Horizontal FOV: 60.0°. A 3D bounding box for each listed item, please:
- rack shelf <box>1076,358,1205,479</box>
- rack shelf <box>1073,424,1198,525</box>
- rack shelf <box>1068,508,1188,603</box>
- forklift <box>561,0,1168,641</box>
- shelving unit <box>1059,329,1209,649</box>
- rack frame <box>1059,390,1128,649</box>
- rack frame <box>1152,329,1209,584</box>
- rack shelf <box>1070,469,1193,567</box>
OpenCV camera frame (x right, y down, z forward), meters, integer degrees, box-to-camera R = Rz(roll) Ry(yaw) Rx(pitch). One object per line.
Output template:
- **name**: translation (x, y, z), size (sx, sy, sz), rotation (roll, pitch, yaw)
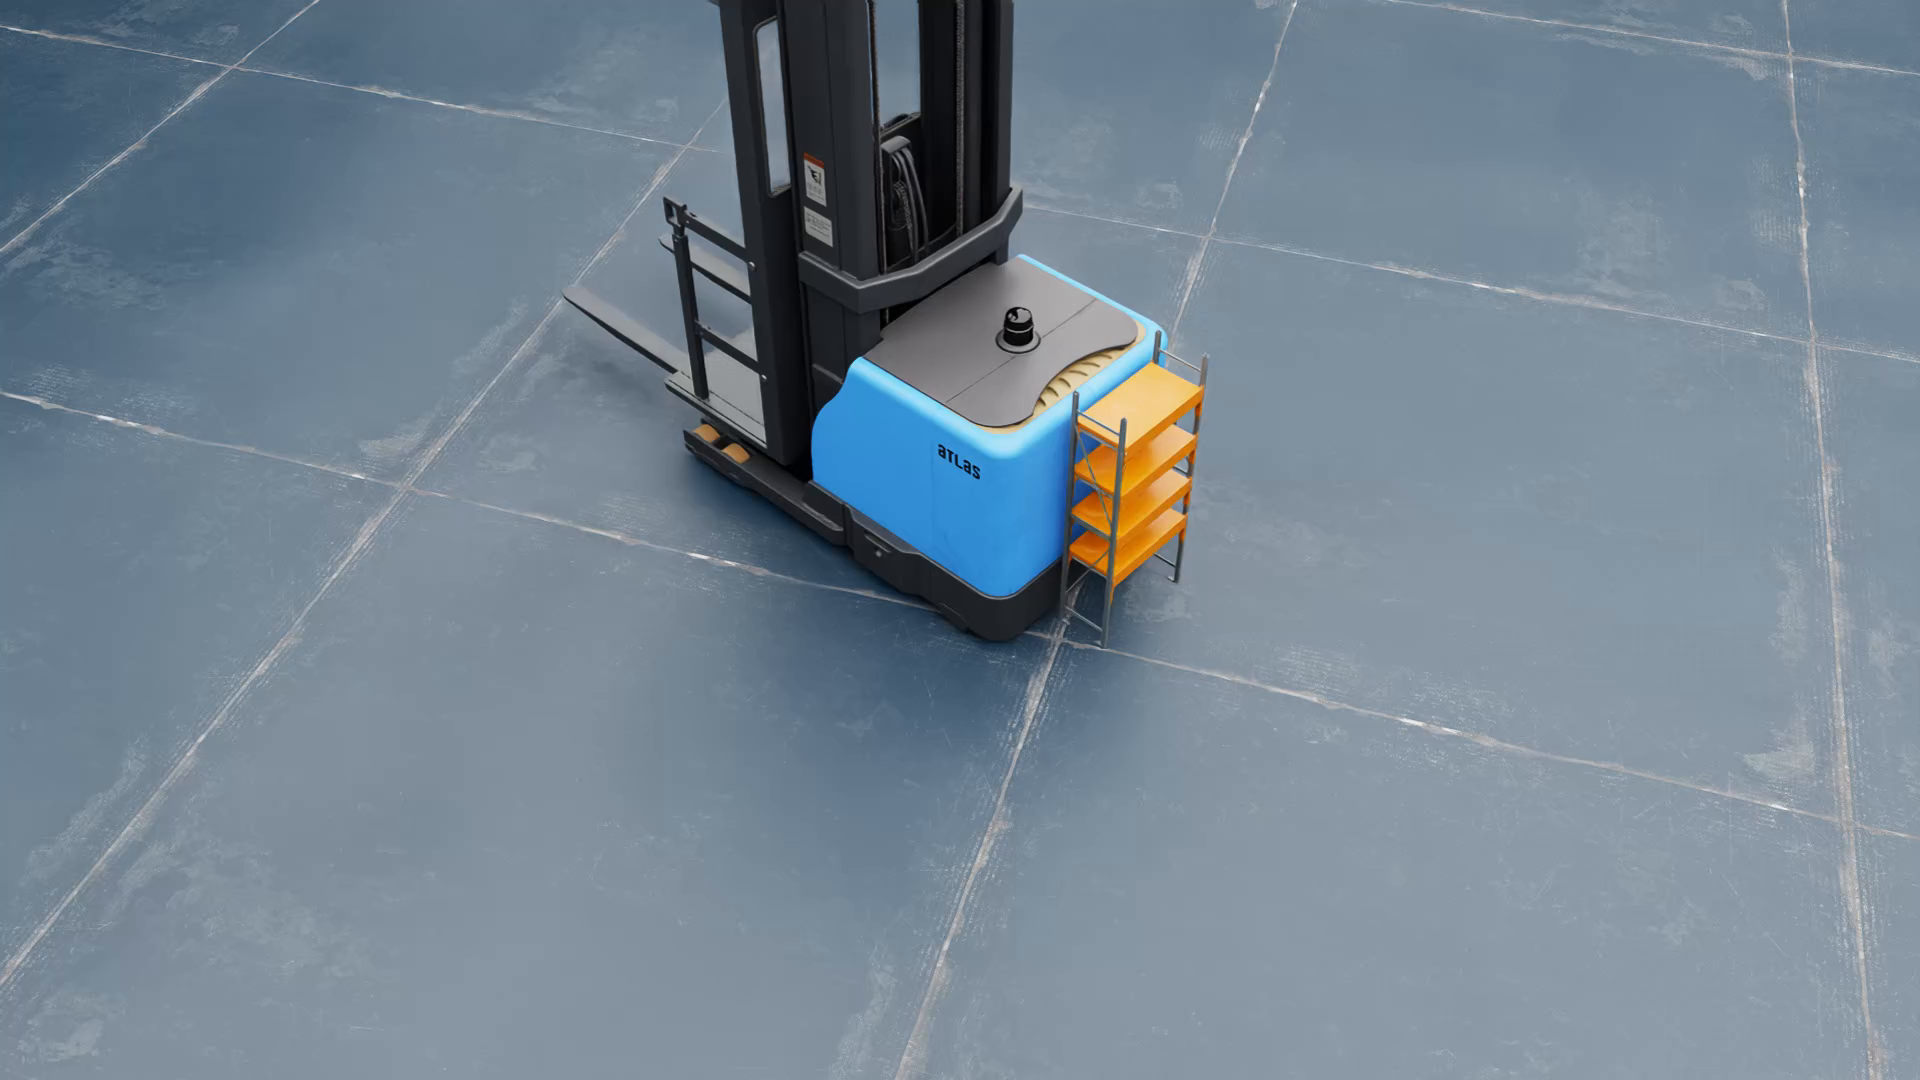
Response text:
- **rack shelf**: translation (0.662, -0.458, 6.197), size (0.258, 0.148, 0.480), rotation (32, 53, 29)
- **rack shelf**: translation (0.662, -0.289, 6.362), size (0.258, 0.148, 0.480), rotation (32, 53, 29)
- **rack shelf**: translation (0.662, 0.013, 6.658), size (0.258, 0.148, 0.480), rotation (32, 53, 29)
- **forklift**: translation (-0.599, -1.551, 6.638), size (3.031, 2.935, 1.130), rotation (33, 53, 29)
- **shelving unit**: translation (0.662, -0.177, 6.472), size (0.258, 1.200, 0.503), rotation (32, 53, 29)
- **rack frame**: translation (0.498, -0.050, 6.343), size (0.240, 1.200, 0.015), rotation (32, 53, 29)
- **rack frame**: translation (0.826, -0.303, 6.601), size (0.240, 1.200, 0.015), rotation (32, 53, 29)
- **rack shelf**: translation (0.662, -0.129, 6.519), size (0.258, 0.148, 0.480), rotation (32, 53, 29)
